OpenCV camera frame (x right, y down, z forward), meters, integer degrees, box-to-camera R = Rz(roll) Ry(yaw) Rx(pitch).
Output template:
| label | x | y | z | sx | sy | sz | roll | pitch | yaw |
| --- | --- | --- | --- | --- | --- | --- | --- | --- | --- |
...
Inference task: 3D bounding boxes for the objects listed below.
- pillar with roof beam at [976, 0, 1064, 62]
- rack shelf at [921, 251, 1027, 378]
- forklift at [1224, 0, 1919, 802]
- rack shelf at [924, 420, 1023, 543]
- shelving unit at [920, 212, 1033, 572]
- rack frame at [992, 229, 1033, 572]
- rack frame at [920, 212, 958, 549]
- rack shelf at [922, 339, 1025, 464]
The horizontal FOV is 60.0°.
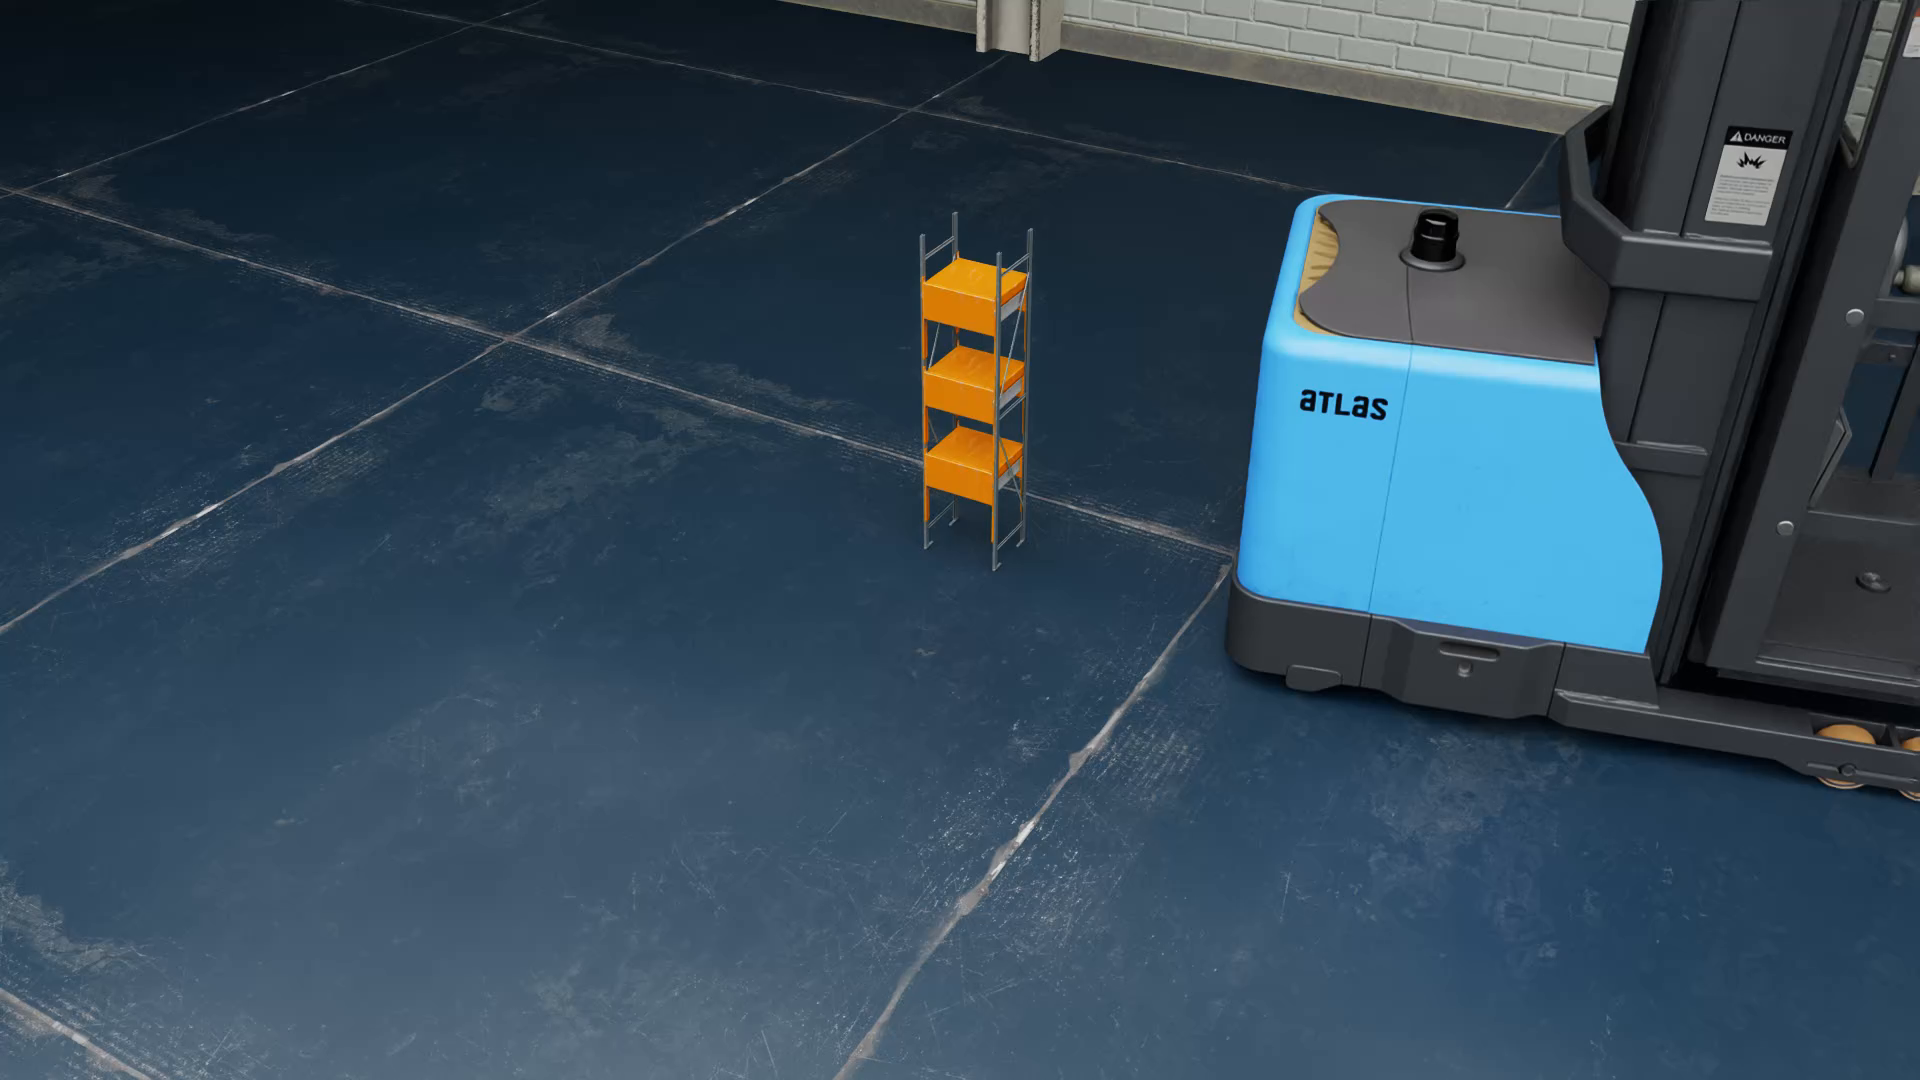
| label | x | y | z | sx | sy | sz | roll | pitch | yaw |
| --- | --- | --- | --- | --- | --- | --- | --- | --- | --- |
| pillar with roof beam | -1.800 | -4.461 | 3.830 | 0.400 | 9.000 | 9.100 | 18 | 37 | 24 |
| rack shelf | 0.046 | -0.650 | 4.785 | 0.240 | 0.259 | 0.215 | 18 | 37 | 24 |
| forklift | 2.317 | -0.879 | 3.925 | 3.031 | 2.935 | 1.130 | 8 | 35 | 12 |
| rack shelf | 0.046 | -0.182 | 5.097 | 0.240 | 0.259 | 0.215 | 18 | 37 | 24 |
| shelving unit | 0.046 | -0.422 | 4.937 | 0.252 | 1.050 | 0.215 | 18 | 37 | 24 |
| rack frame | 0.152 | -0.389 | 4.887 | 0.008 | 1.050 | 0.200 | 18 | 37 | 24 |
| rack frame | -0.059 | -0.456 | 4.987 | 0.008 | 1.050 | 0.200 | 18 | 37 | 24 |
| rack shelf | 0.046 | -0.413 | 4.943 | 0.240 | 0.259 | 0.215 | 18 | 37 | 24 |
